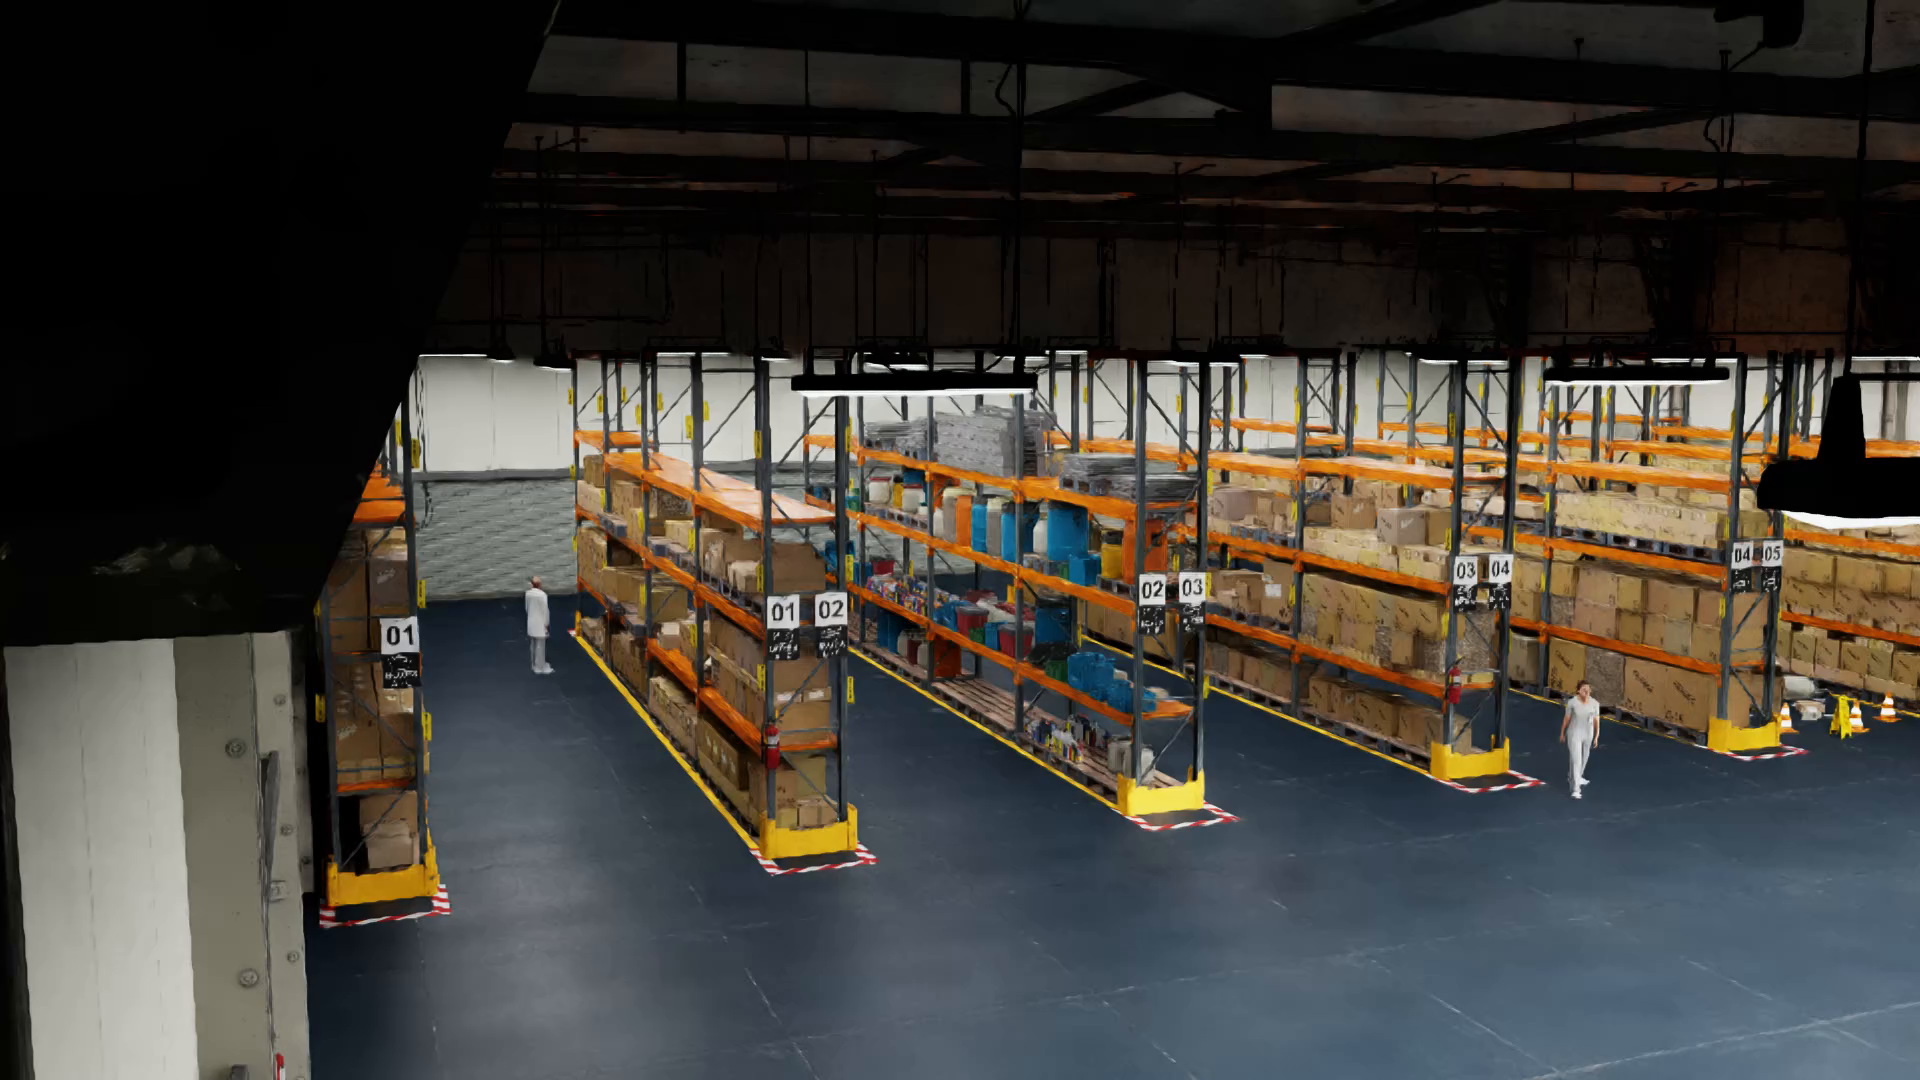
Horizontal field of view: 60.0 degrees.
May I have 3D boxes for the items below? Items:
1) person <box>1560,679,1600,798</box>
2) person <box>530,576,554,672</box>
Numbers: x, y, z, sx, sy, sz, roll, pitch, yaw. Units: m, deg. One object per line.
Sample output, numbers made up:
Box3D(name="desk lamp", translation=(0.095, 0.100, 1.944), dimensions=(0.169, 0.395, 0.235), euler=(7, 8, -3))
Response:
Box3D(name="person", translation=(8.554, 2.693, 22.916), dimensions=(0.491, 1.606, 0.957), euler=(0, 7, 0))
Box3D(name="person", translation=(-7.866, 1.561, 31.166), dimensions=(0.609, 1.788, 0.505), euler=(6, 9, 39))
